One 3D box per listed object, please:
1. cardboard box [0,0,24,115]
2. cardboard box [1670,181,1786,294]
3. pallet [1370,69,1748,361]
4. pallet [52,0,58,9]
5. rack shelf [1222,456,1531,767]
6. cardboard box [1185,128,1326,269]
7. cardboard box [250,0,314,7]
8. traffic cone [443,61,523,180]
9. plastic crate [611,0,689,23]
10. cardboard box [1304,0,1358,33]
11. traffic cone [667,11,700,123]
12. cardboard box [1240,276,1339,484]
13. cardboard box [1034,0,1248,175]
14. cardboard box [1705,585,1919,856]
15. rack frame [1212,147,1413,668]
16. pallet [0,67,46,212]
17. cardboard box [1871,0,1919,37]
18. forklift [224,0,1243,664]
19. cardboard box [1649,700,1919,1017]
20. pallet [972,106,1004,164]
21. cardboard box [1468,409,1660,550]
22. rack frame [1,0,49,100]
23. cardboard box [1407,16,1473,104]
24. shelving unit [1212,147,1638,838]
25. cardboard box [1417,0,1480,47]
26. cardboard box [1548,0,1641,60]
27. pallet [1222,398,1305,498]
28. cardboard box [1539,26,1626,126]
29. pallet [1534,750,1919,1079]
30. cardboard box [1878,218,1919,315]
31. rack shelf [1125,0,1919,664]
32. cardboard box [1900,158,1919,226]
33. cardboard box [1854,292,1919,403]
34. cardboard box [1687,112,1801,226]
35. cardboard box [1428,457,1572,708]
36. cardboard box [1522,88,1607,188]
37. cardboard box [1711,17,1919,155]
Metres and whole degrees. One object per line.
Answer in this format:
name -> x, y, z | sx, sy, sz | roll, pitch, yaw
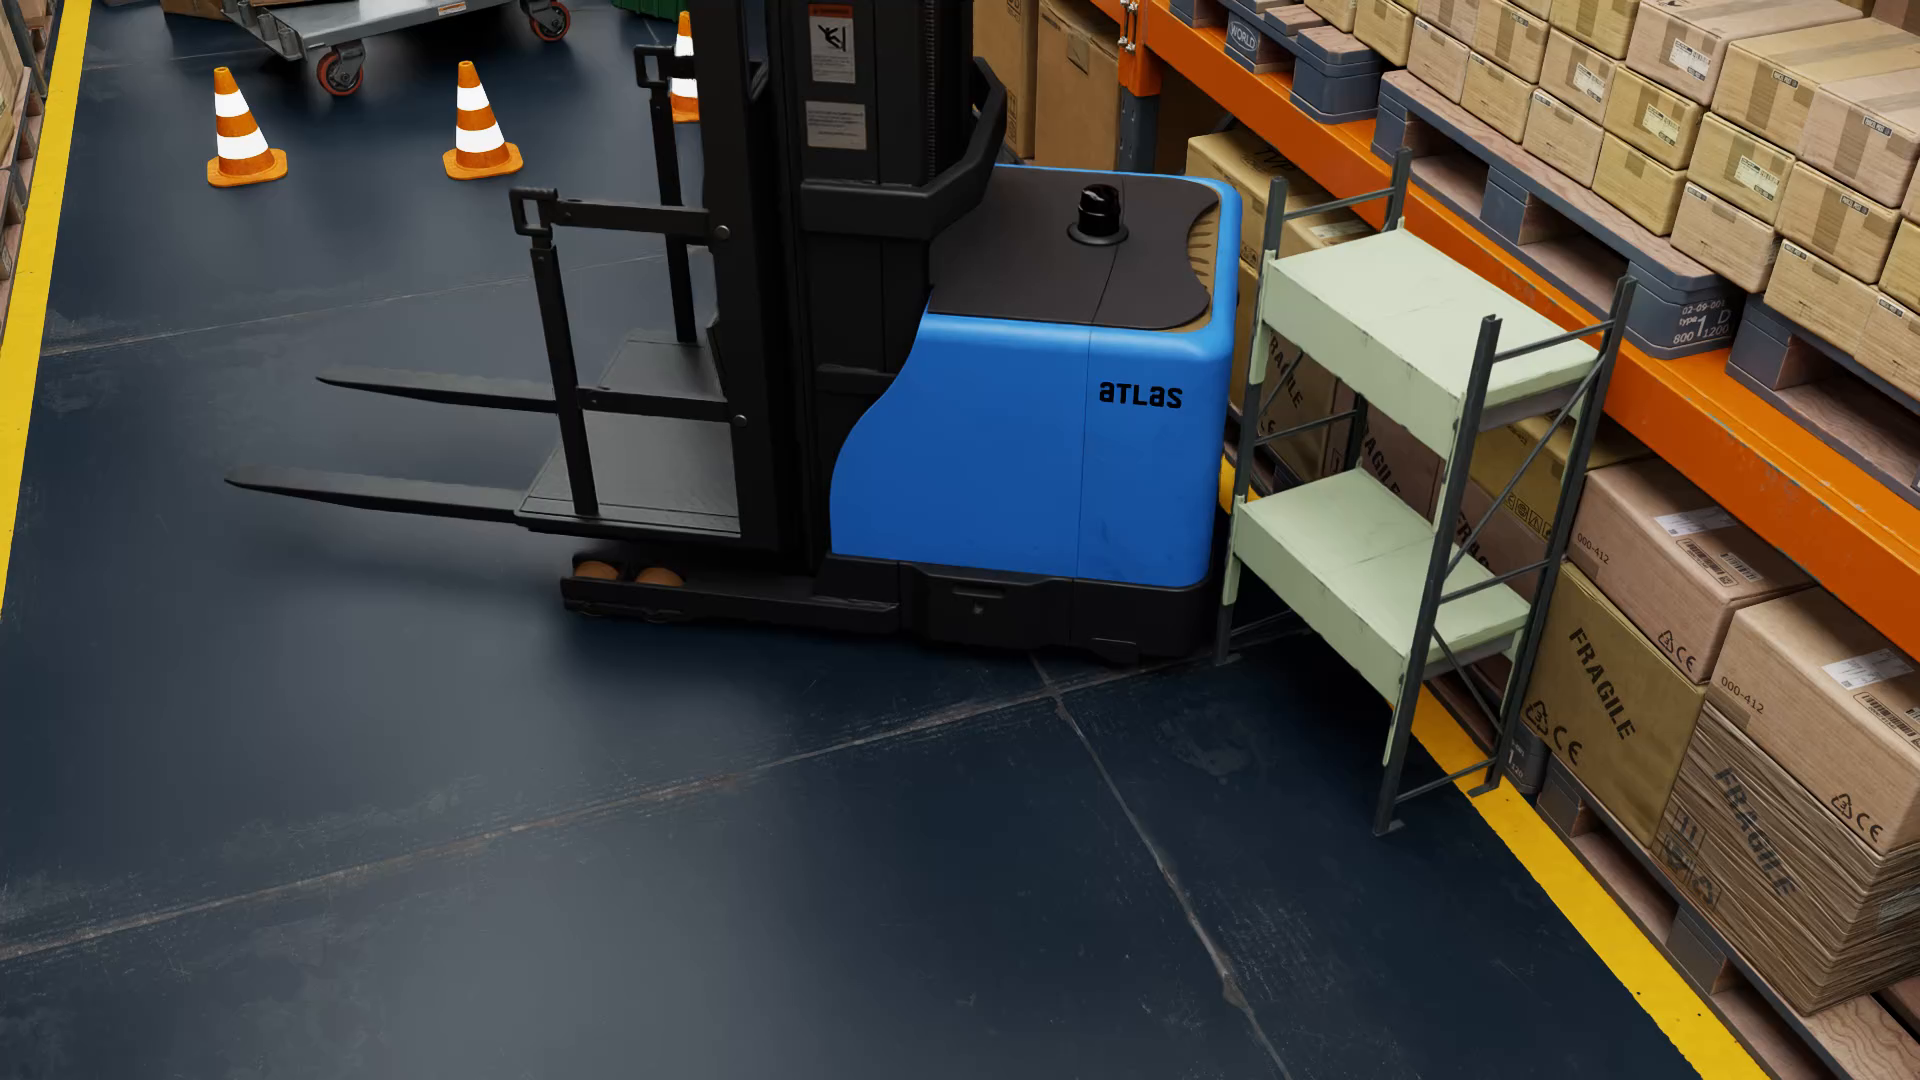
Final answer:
cardboard box -> -4.752, -2.095, 7.373 | 0.950, 0.372, 0.625 | -12, 39, -15
cardboard box -> 1.747, -0.672, 3.508 | 0.380, 0.149, 0.250 | -14, 39, -18
pallet -> 1.774, -0.909, 4.123 | 1.003, 0.211, 1.213 | -12, 39, -16
pallet -> -5.623, -3.221, 9.351 | 1.003, 0.211, 1.213 | -12, 39, -16
rack shelf -> 1.072, 0.165, 4.326 | 0.431, 0.370, 0.720 | -17, 40, -21
cardboard box -> 1.064, -1.124, 5.355 | 0.500, 0.250, 0.500 | -14, 39, -18
cardboard box -> -3.274, -2.962, 8.138 | 0.500, 0.500, 0.500 | -12, 39, -16
traffic cone -> -2.155, -1.892, 7.377 | 0.336, 0.463, 0.334 | -12, 39, -16
plastic crate -> -1.612, -3.081, 9.137 | 0.450, 0.188, 0.662 | 14, 38, 2
cardboard box -> 1.204, -1.564, 4.693 | 0.380, 0.149, 0.250 | -11, 38, -14
traffic cone -> -1.278, -2.271, 7.881 | 0.336, 0.463, 0.334 | -12, 39, -16
cardboard box -> 1.234, -0.529, 5.187 | 0.500, 0.500, 0.500 | -12, 39, -15
cardboard box -> 0.929, -1.727, 6.570 | 1.050, 0.750, 0.750 | -13, 39, -17
cardboard box -> 1.937, 0.327, 3.428 | 0.500, 0.250, 0.500 | -13, 39, -17
rack frame -> 0.908, -0.292, 4.391 | 0.400, 1.500, 0.023 | -17, 40, -21
pallet -> -4.666, -1.719, 7.357 | 1.003, 0.211, 1.213 | -12, 39, -16
cardboard box -> 2.281, -1.188, 3.700 | 0.380, 0.149, 0.250 | -11, 38, -14
forklift -> -0.726, -1.231, 4.448 | 3.031, 2.935, 1.130 | 6, 37, 7
cardboard box -> 1.940, 0.629, 3.650 | 0.500, 0.500, 0.500 | -13, 39, -17
pallet -> 0.438, -2.130, 7.903 | 1.003, 0.211, 1.213 | -12, 39, -16
cardboard box -> 1.578, -0.261, 4.209 | 0.500, 0.250, 0.500 | -14, 39, -18
rack frame -> -4.935, -3.273, 7.102 | 1.000, 3.000, 0.127 | -12, 39, -16
cardboard box -> 1.392, -1.262, 4.292 | 0.380, 0.149, 0.250 | -11, 38, -14
shelving unit -> 1.072, -0.095, 4.130 | 0.431, 1.500, 0.755 | -17, 40, -21
cardboard box -> 1.394, -1.380, 4.202 | 0.380, 0.149, 0.250 | -12, 39, -16
cardboard box -> 1.568, -1.215, 3.735 | 0.380, 0.149, 0.250 | -13, 39, -17
pallet -> 1.322, -0.539, 5.791 | 1.003, 0.211, 1.213 | -12, 39, -16
cardboard box -> 1.573, -1.088, 3.814 | 0.380, 0.149, 0.250 | -11, 38, -14
pallet -> 2.161, 0.839, 3.961 | 1.003, 0.211, 1.213 | -12, 39, -16
cardboard box -> 1.934, -0.495, 3.026 | 0.380, 0.149, 0.250 | -11, 38, -14
rack shelf -> 1.743, -0.678, 4.255 | 1.077, 0.370, 4.000 | -12, 39, -16
cardboard box -> 1.929, -0.625, 2.952 | 0.380, 0.149, 0.250 | -14, 39, -17
cardboard box -> 1.934, -0.374, 3.113 | 0.380, 0.149, 0.250 | -13, 39, -16
cardboard box -> 1.747, -0.796, 3.426 | 0.380, 0.149, 0.250 | -14, 39, -18
cardboard box -> 1.591, 0.049, 4.421 | 0.500, 0.500, 0.500 | -13, 39, -17
cardboard box -> 1.565, -0.972, 3.907 | 0.380, 0.149, 0.250 | -14, 39, -17
cardboard box -> 1.757, -0.913, 3.334 | 0.380, 0.149, 0.250 | -14, 39, -17
